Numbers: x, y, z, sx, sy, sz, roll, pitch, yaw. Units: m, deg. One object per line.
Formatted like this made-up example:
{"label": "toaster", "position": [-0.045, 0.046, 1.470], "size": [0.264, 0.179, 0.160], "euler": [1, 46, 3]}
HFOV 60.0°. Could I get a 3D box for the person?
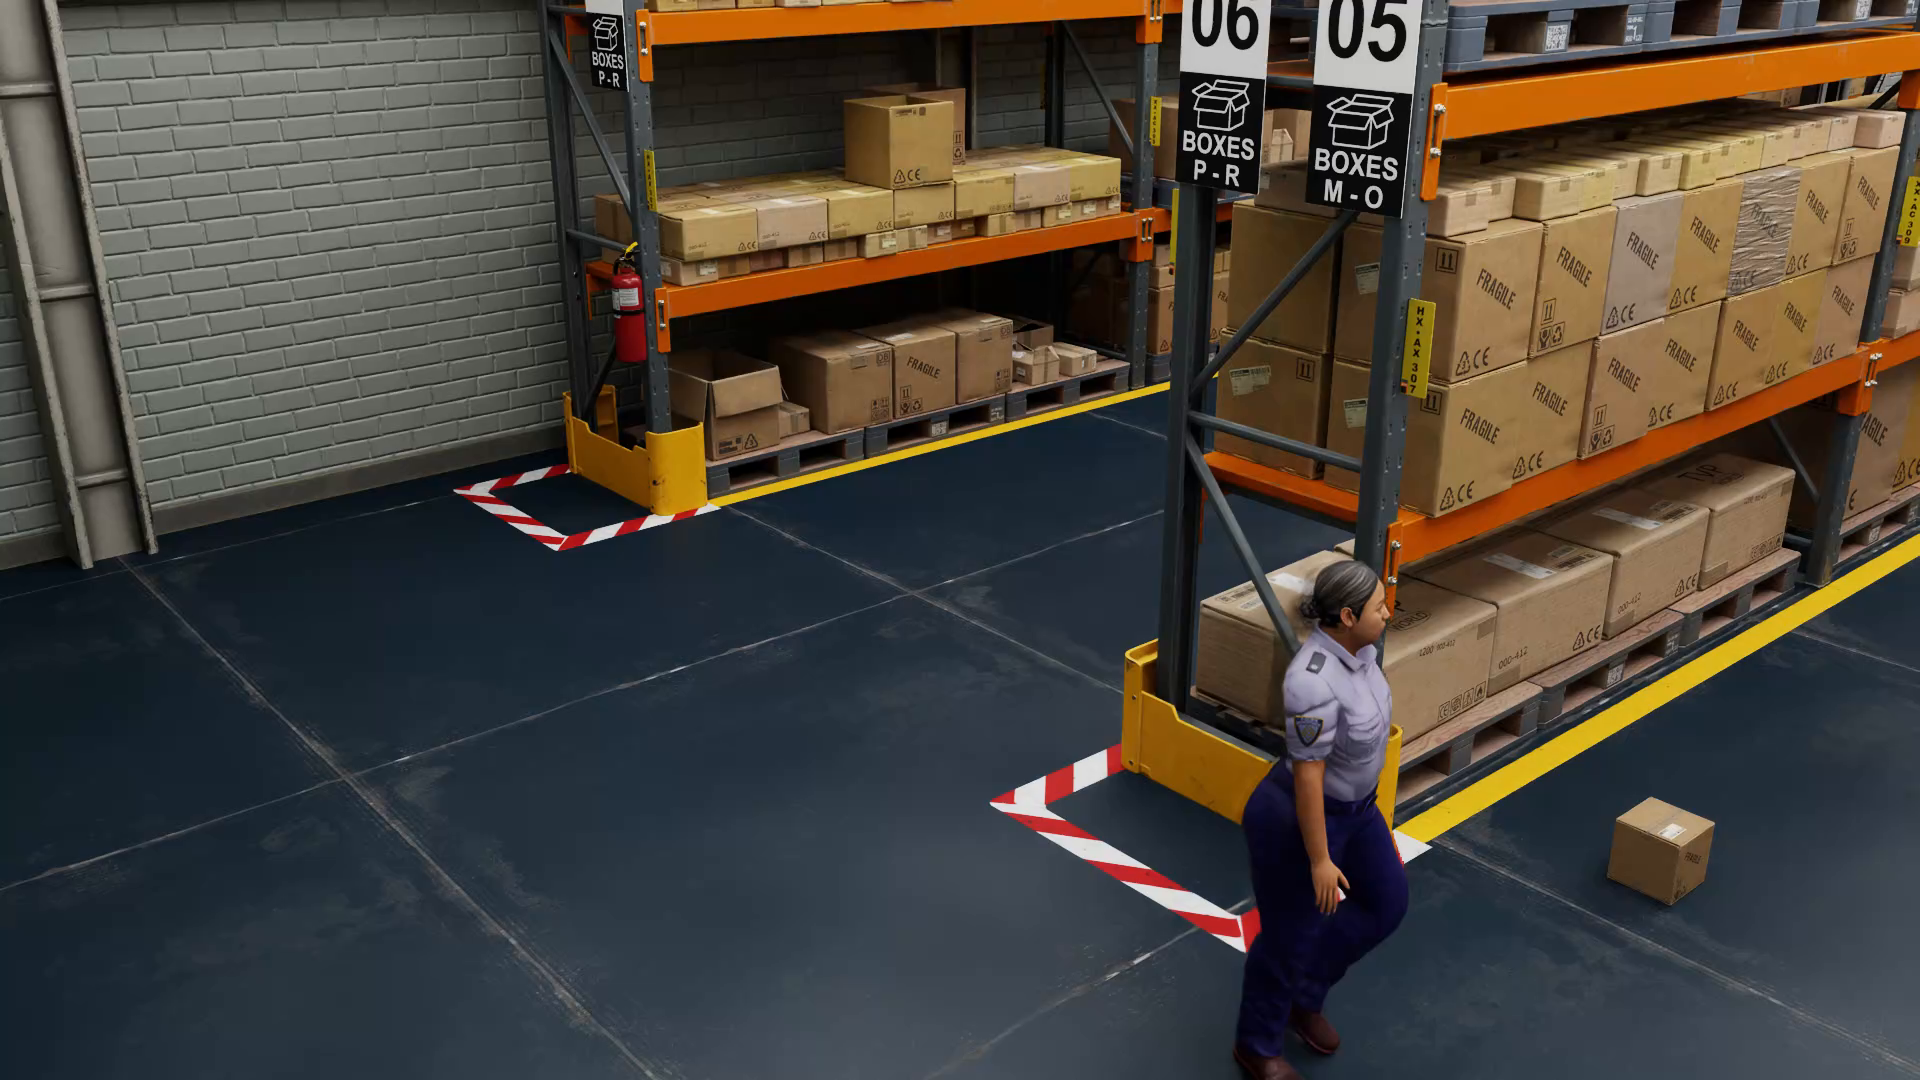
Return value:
{"label": "person", "position": [1.072, 0.844, 4.882], "size": [0.426, 1.660, 0.541], "euler": [14, 25, 32]}
